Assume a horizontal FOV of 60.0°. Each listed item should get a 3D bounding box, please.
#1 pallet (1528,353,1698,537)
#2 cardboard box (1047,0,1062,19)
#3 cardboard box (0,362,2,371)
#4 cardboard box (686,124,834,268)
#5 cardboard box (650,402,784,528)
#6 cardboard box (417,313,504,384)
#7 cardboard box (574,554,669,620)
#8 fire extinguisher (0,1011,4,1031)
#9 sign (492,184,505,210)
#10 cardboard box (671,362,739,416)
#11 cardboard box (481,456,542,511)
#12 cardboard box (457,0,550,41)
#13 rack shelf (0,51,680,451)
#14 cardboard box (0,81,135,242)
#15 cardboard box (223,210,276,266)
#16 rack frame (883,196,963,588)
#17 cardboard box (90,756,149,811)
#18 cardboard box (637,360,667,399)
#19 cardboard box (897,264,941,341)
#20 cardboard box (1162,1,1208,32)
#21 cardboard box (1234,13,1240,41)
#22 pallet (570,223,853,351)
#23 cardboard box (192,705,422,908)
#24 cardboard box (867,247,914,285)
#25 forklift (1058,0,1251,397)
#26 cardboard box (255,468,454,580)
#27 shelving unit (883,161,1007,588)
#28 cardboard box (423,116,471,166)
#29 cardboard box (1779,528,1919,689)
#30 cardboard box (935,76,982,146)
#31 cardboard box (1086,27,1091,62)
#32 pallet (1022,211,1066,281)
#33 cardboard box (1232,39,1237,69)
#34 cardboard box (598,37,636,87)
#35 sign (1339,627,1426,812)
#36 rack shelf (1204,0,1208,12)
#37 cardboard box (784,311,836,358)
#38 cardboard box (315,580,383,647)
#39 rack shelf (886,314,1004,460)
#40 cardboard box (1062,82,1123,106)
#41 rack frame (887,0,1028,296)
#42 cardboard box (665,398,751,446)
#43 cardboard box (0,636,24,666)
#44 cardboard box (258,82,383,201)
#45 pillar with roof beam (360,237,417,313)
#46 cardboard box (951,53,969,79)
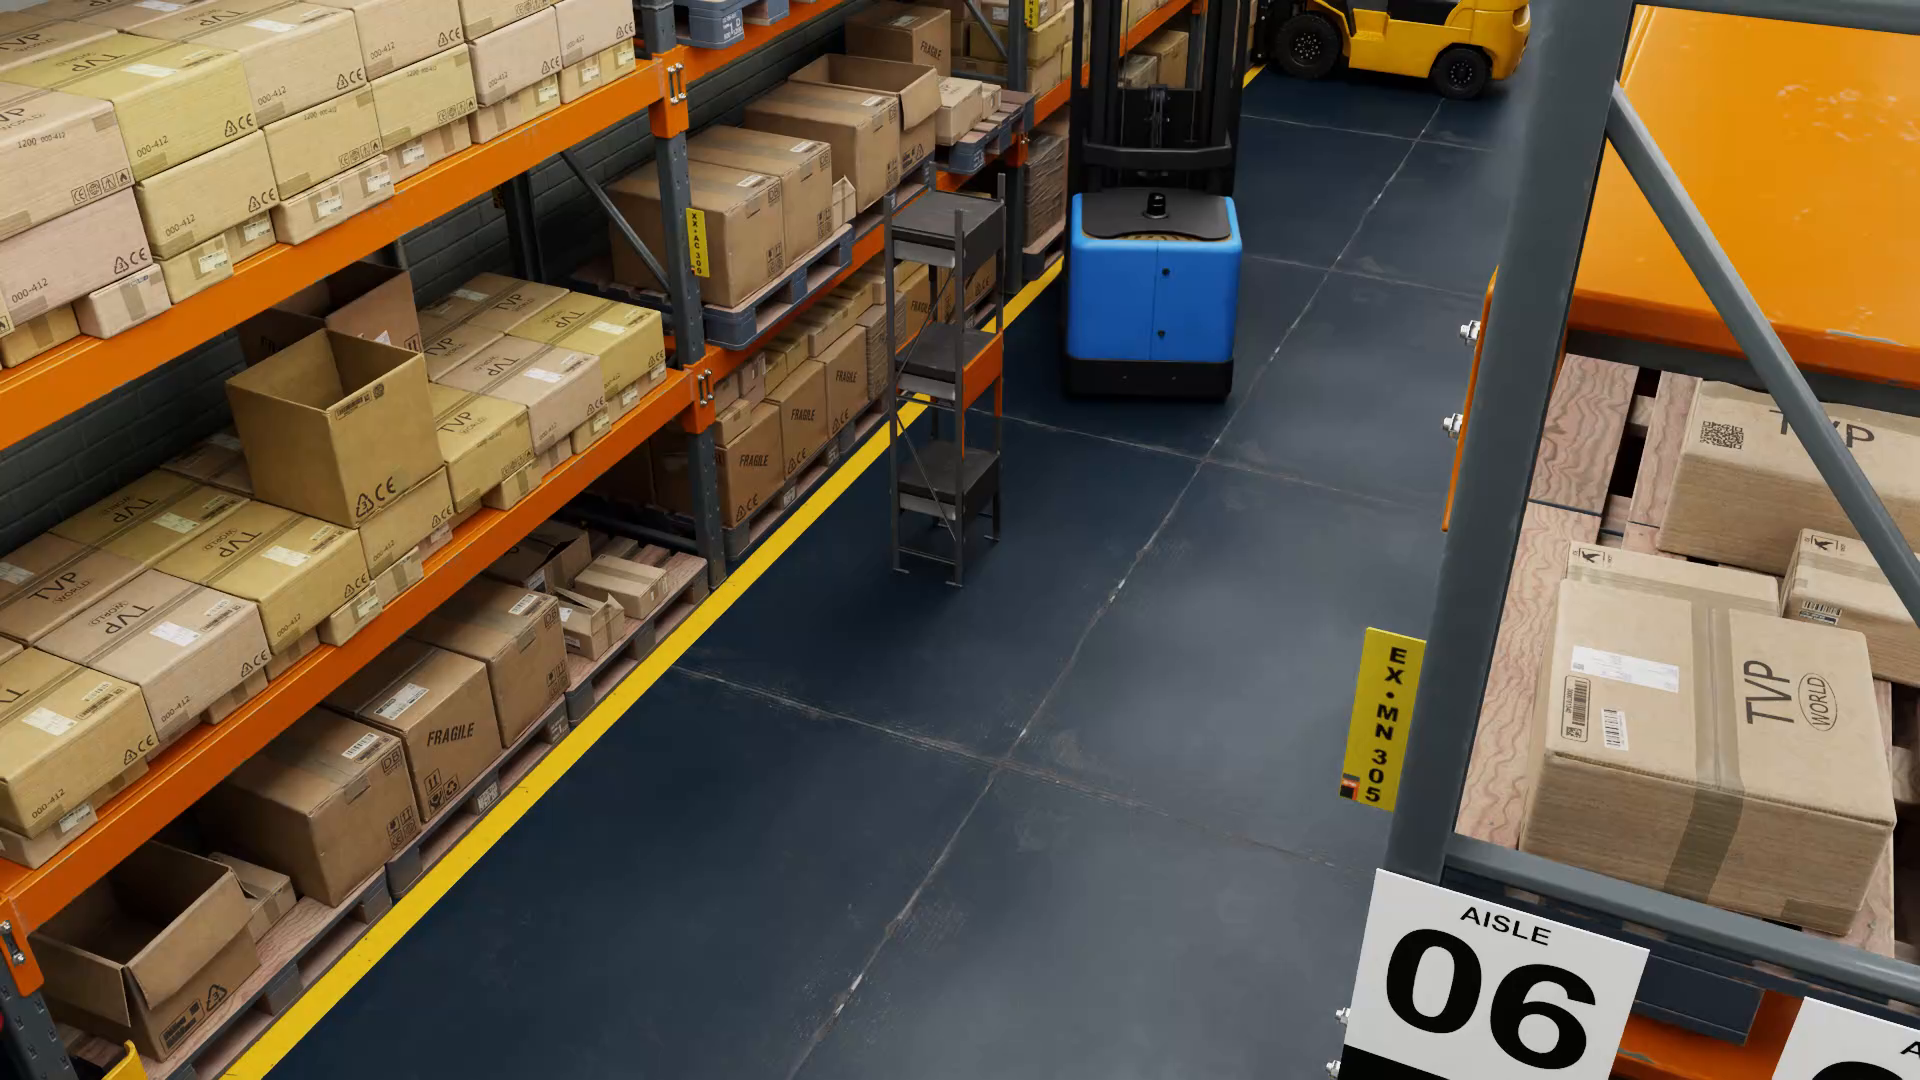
[{"bbox_3d":[1.935,-0.201,4.035,1.003,0.211,1.213,14,36,20],"label":"pallet"},{"bbox_3d":[0.473,-3.661,11.284,0.380,0.149,0.250,15,36,22],"label":"cardboard box"},{"bbox_3d":[-2.955,-0.531,4.686,0.380,0.149,0.250,15,36,21],"label":"cardboard box"},{"bbox_3d":[-1.089,-1.796,8.648,0.700,0.500,0.500,15,36,21],"label":"cardboard box"},{"bbox_3d":[-1.305,-0.451,8.967,0.500,0.500,0.500,16,36,23],"label":"cardboard box"},{"bbox_3d":[-2.367,-0.757,7.403,0.500,0.250,0.500,14,36,20],"label":"cardboard box"},{"bbox_3d":[-1.678,0.230,8.249,0.380,0.149,0.250,13,35,19],"label":"cardboard box"},{"bbox_3d":[-3.027,1.228,4.920,0.296,0.674,0.183,14,36,20],"label":"fire extinguisher"},{"bbox_3d":[-2.217,-1.741,7.982,0.100,0.325,0.005,14,36,20],"label":"sign"},{"bbox_3d":[-1.375,-0.789,8.620,0.380,0.149,0.250,14,36,20],"label":"cardboard box"},{"bbox_3d":[-2.007,-0.282,7.042,0.380,0.149,0.250,14,36,20],"label":"cardboard box"},{"bbox_3d":[-1.908,-2.095,6.252,0.500,0.250,0.500,14,36,20],"label":"cardboard box"},{"bbox_3d":[-2.548,-1.089,5.964,1.077,0.370,4.000,14,36,20],"label":"rack shelf"},{"bbox_3d":[-2.741,-1.077,4.699,0.500,0.250,0.500,14,36,20],"label":"cardboard box"},{"bbox_3d":[-2.484,-1.024,5.439,0.380,0.149,0.250,14,36,20],"label":"cardboard box"},{"bbox_3d":[-0.171,-0.674,8.232,0.400,2.100,0.015,14,36,20],"label":"rack frame"},{"bbox_3d":[-2.934,0.728,5.502,0.380,0.149,0.250,15,36,22],"label":"cardboard box"},{"bbox_3d":[-1.616,-0.810,7.847,0.380,0.149,0.250,15,36,21],"label":"cardboard box"},{"bbox_3d":[-0.455,-1.486,10.546,0.500,0.500,0.500,16,36,23],"label":"cardboard box"},{"bbox_3d":[2.123,-4.729,14.807,0.500,0.250,0.500,14,36,20],"label":"cardboard box"},{"bbox_3d":[2.327,-4.772,15.329,0.500,0.250,0.500,14,36,20],"label":"cardboard box"},{"bbox_3d":[-1.278,-1.424,8.730,1.003,0.211,1.213,14,36,20],"label":"pallet"},{"bbox_3d":[-2.650,1.031,6.708,0.700,0.500,0.500,16,36,22],"label":"cardboard box"},{"bbox_3d":[-0.506,-1.712,10.298,0.380,0.149,0.250,14,36,20],"label":"cardboard box"},{"bbox_3d":[1.263,-2.895,10.860,1.130,2.935,3.031,2,33,3],"label":"forklift"},{"bbox_3d":[-2.336,-0.129,6.445,0.500,0.250,0.500,13,36,19],"label":"cardboard box"},{"bbox_3d":[-0.069,-0.796,8.417,0.431,2.100,0.503,14,36,20],"label":"shelving unit"},{"bbox_3d":[-2.065,-1.533,6.215,0.380,0.149,0.250,15,36,22],"label":"cardboard box"},{"bbox_3d":[1.789,0.142,3.186,0.380,0.149,0.250,16,36,22],"label":"cardboard box"},{"bbox_3d":[-0.185,-2.637,10.158,0.500,0.250,0.500,12,35,18],"label":"cardboard box"},{"bbox_3d":[0.794,-3.733,12.213,0.500,0.250,0.500,13,35,19],"label":"cardboard box"},{"bbox_3d":[0.342,-2.359,12.523,1.003,0.211,1.213,14,36,20],"label":"pallet"},{"bbox_3d":[2.337,-4.563,15.466,0.500,0.250,0.500,13,36,19],"label":"cardboard box"},{"bbox_3d":[-1.594,-2.034,6.978,0.380,0.149,0.250,14,36,20],"label":"cardboard box"},{"bbox_3d":[0.638,0.275,2.493,0.100,0.325,0.005,14,36,20],"label":"sign"},{"bbox_3d":[2.472,-5.811,15.901,1.077,0.370,4.000,14,36,20],"label":"rack shelf"},{"bbox_3d":[-0.936,-1.192,9.506,0.380,0.149,0.250,14,36,20],"label":"cardboard box"},{"bbox_3d":[-2.414,0.235,6.254,0.380,0.149,0.250,13,35,19],"label":"cardboard box"},{"bbox_3d":[-0.069,-0.784,8.424,0.431,0.518,0.480,14,36,20],"label":"rack shelf"},{"bbox_3d":[0.783,-3.276,13.162,0.875,0.625,0.625,13,35,19],"label":"cardboard box"},{"bbox_3d":[-0.038,-3.124,11.147,1.000,3.000,0.127,14,36,20],"label":"rack frame"},{"bbox_3d":[-1.320,-0.651,8.680,0.380,0.149,0.250,16,36,23],"label":"cardboard box"},{"bbox_3d":[-3.434,0.509,5.472,0.500,0.250,0.500,15,36,22],"label":"cardboard box"},{"bbox_3d":[-2.336,-1.386,5.627,0.500,0.250,0.500,14,36,20],"label":"cardboard box"},{"bbox_3d":[1.089,-2.513,4.744,9.100,9.000,0.400,14,36,20],"label":"pillar with roof beam"},{"bbox_3d":[-0.082,-3.343,11.619,0.500,0.250,0.500,13,36,19],"label":"cardboard box"}]
